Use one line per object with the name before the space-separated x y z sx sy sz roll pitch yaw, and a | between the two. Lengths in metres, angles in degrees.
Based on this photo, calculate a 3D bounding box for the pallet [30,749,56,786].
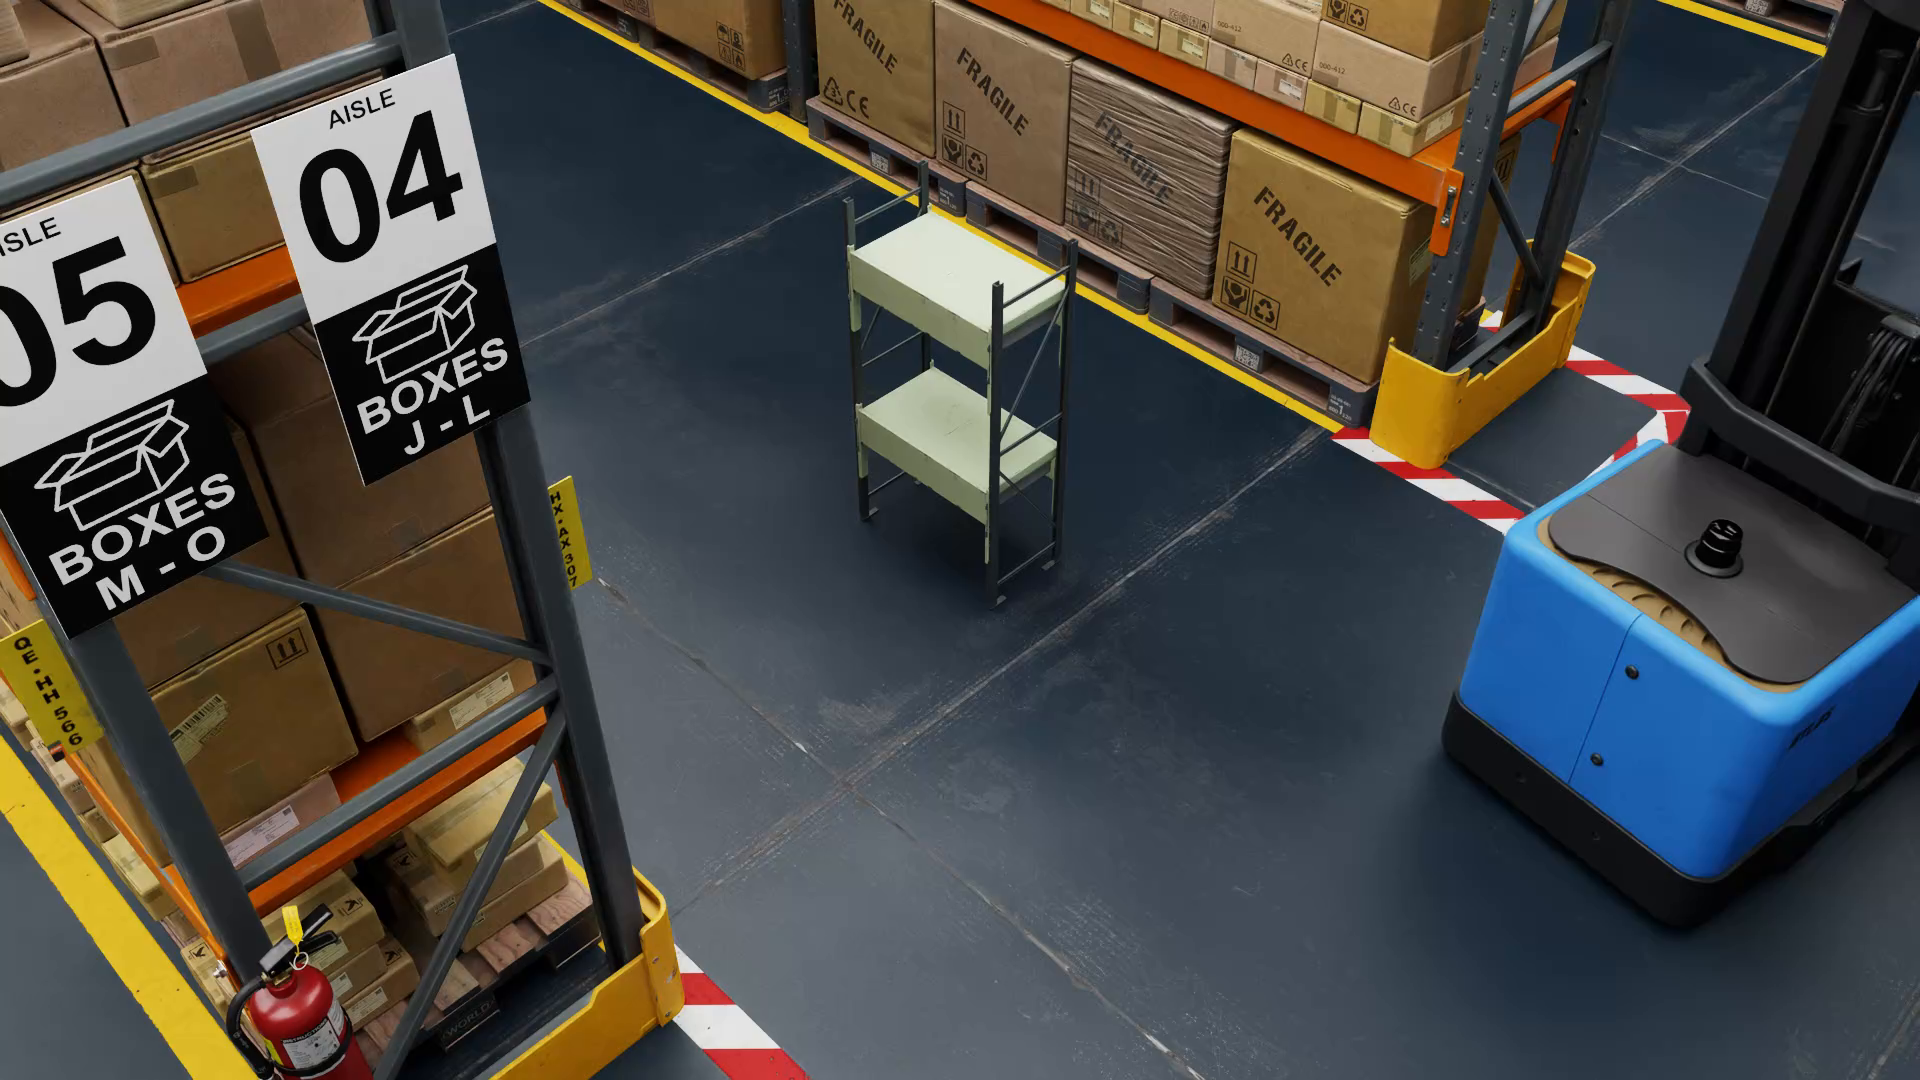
pallet | -2.773 0.568 5.980 1.003 0.211 1.213 -34 53 -31

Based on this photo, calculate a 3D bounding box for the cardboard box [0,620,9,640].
cardboard box | -2.173 0.085 4.155 0.500 0.500 0.500 33 52 31

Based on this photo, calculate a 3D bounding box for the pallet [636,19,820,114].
pallet | -1.153 -2.988 9.828 1.003 0.211 1.213 -34 53 -31

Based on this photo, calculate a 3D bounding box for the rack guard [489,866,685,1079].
rack guard | -1.367 1.455 4.807 1.175 0.500 0.348 -34 53 -31

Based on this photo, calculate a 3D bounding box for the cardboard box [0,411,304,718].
cardboard box | -1.812 -0.041 3.554 0.500 0.500 0.500 33 52 31

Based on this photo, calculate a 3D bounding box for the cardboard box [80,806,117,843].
cardboard box | -2.631 0.749 5.302 0.380 0.149 0.250 -33 52 -31

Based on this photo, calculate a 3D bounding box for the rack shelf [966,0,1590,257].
rack shelf | 0.858 -2.452 7.723 1.077 0.370 4.000 -34 53 -31

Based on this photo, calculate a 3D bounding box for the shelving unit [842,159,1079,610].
shelving unit | -0.005 -0.554 6.244 0.431 1.500 0.755 -34 53 -31

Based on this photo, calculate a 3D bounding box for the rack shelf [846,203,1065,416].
rack shelf | -0.005 -0.841 5.980 0.431 0.370 0.720 -34 53 -31

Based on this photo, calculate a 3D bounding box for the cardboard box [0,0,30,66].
cardboard box | -1.756 -0.822 2.668 0.250 0.149 0.380 34 52 31

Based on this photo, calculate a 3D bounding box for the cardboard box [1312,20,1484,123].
cardboard box | 1.740 -1.915 6.504 0.500 0.250 0.500 33 52 31

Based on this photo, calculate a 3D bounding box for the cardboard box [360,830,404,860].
cardboard box | -1.722 0.758 5.072 0.380 0.149 0.250 -33 52 -31

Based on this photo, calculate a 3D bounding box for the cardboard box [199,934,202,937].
cardboard box | -2.211 1.070 5.173 0.250 0.149 0.380 34 52 31

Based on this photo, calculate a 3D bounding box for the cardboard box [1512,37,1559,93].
cardboard box | 2.253 -1.992 6.880 0.380 0.149 0.250 -33 52 -31

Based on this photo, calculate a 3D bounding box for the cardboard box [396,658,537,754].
cardboard box | -1.310 0.353 4.343 0.250 0.149 0.380 34 52 31

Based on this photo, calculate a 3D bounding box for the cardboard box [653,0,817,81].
cardboard box | -1.021 -3.349 9.420 1.225 0.875 0.875 -34 52 -31

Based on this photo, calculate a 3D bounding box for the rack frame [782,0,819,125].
rack frame | -0.555 -3.677 8.519 1.000 3.000 0.127 -34 53 -31

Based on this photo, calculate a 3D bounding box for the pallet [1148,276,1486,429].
pallet | 1.650 -1.078 7.761 1.003 0.211 1.213 -34 53 -31

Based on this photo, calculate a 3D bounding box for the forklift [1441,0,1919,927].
forklift | 3.184 -0.661 5.306 3.031 2.935 1.130 -27 49 -26

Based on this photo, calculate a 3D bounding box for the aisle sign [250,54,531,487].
aisle sign | -1.049 -0.490 3.155 0.394 0.787 0.004 -34 53 -31

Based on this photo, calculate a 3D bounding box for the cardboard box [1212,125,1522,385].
cardboard box | 1.762 -1.398 7.309 0.875 0.875 0.875 -34 53 -31

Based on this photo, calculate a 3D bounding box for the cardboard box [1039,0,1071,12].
cardboard box | 0.521 -2.535 7.468 0.250 0.149 0.380 33 52 30

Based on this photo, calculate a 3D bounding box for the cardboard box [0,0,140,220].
cardboard box | -1.818 -0.756 2.890 0.500 0.250 0.500 33 52 30

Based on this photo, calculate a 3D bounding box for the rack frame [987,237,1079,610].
rack frame | 0.254 -0.378 6.054 0.400 1.500 0.023 -34 53 -31

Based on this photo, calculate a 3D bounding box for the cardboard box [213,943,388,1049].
cardboard box | -1.888 1.240 4.770 0.250 0.149 0.380 33 52 30

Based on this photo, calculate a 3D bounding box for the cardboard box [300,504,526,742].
cardboard box | -1.434 0.079 4.161 0.500 0.500 0.500 -32 51 -30

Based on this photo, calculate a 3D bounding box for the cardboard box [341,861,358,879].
cardboard box | -2.003 0.966 4.847 0.380 0.149 0.250 -33 52 -31

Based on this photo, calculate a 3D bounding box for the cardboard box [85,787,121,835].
cardboard box | -2.414 0.748 5.083 0.250 0.149 0.380 32 52 30

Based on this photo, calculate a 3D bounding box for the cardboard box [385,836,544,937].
cardboard box | -1.501 0.982 5.049 0.380 0.149 0.250 -32 51 -30

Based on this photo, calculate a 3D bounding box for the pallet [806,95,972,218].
pallet | -0.073 -2.250 9.030 1.003 0.211 1.213 -34 53 -31

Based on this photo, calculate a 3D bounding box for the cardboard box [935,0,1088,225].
cardboard box | 0.490 -2.263 8.245 0.875 0.875 0.875 -34 53 -31

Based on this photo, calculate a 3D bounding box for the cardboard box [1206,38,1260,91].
cardboard box | 1.248 -2.043 6.935 0.380 0.149 0.250 -33 52 -31

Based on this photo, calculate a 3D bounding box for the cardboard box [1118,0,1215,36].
cardboard box | 1.023 -2.404 7.032 0.500 0.250 0.500 32 52 30

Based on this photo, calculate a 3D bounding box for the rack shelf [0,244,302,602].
rack shelf | -2.725 -1.225 4.185 1.077 0.370 4.000 -34 53 -31

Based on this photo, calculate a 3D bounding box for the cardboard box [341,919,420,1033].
cardboard box | -1.832 1.313 4.910 0.380 0.149 0.250 -33 52 -31

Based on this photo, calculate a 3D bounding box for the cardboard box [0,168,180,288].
cardboard box | -1.821 -0.565 3.052 0.500 0.250 0.500 33 52 31

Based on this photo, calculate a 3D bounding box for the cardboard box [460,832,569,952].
cardboard box | -1.456 1.061 5.183 0.380 0.149 0.250 -33 52 -31

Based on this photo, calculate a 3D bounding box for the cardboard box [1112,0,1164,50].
cardboard box | 0.880 -2.291 7.204 0.380 0.149 0.250 -34 52 -31

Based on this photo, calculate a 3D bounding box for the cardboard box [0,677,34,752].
cardboard box | -3.013 0.497 5.573 0.380 0.149 0.250 -34 52 -31

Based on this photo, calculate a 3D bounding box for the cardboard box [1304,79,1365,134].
cardboard box | 1.601 -1.800 6.673 0.380 0.149 0.250 -34 52 -31

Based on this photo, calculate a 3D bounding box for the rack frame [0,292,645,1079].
rack frame | -1.313 0.573 3.919 1.000 3.000 0.127 -34 53 -31
